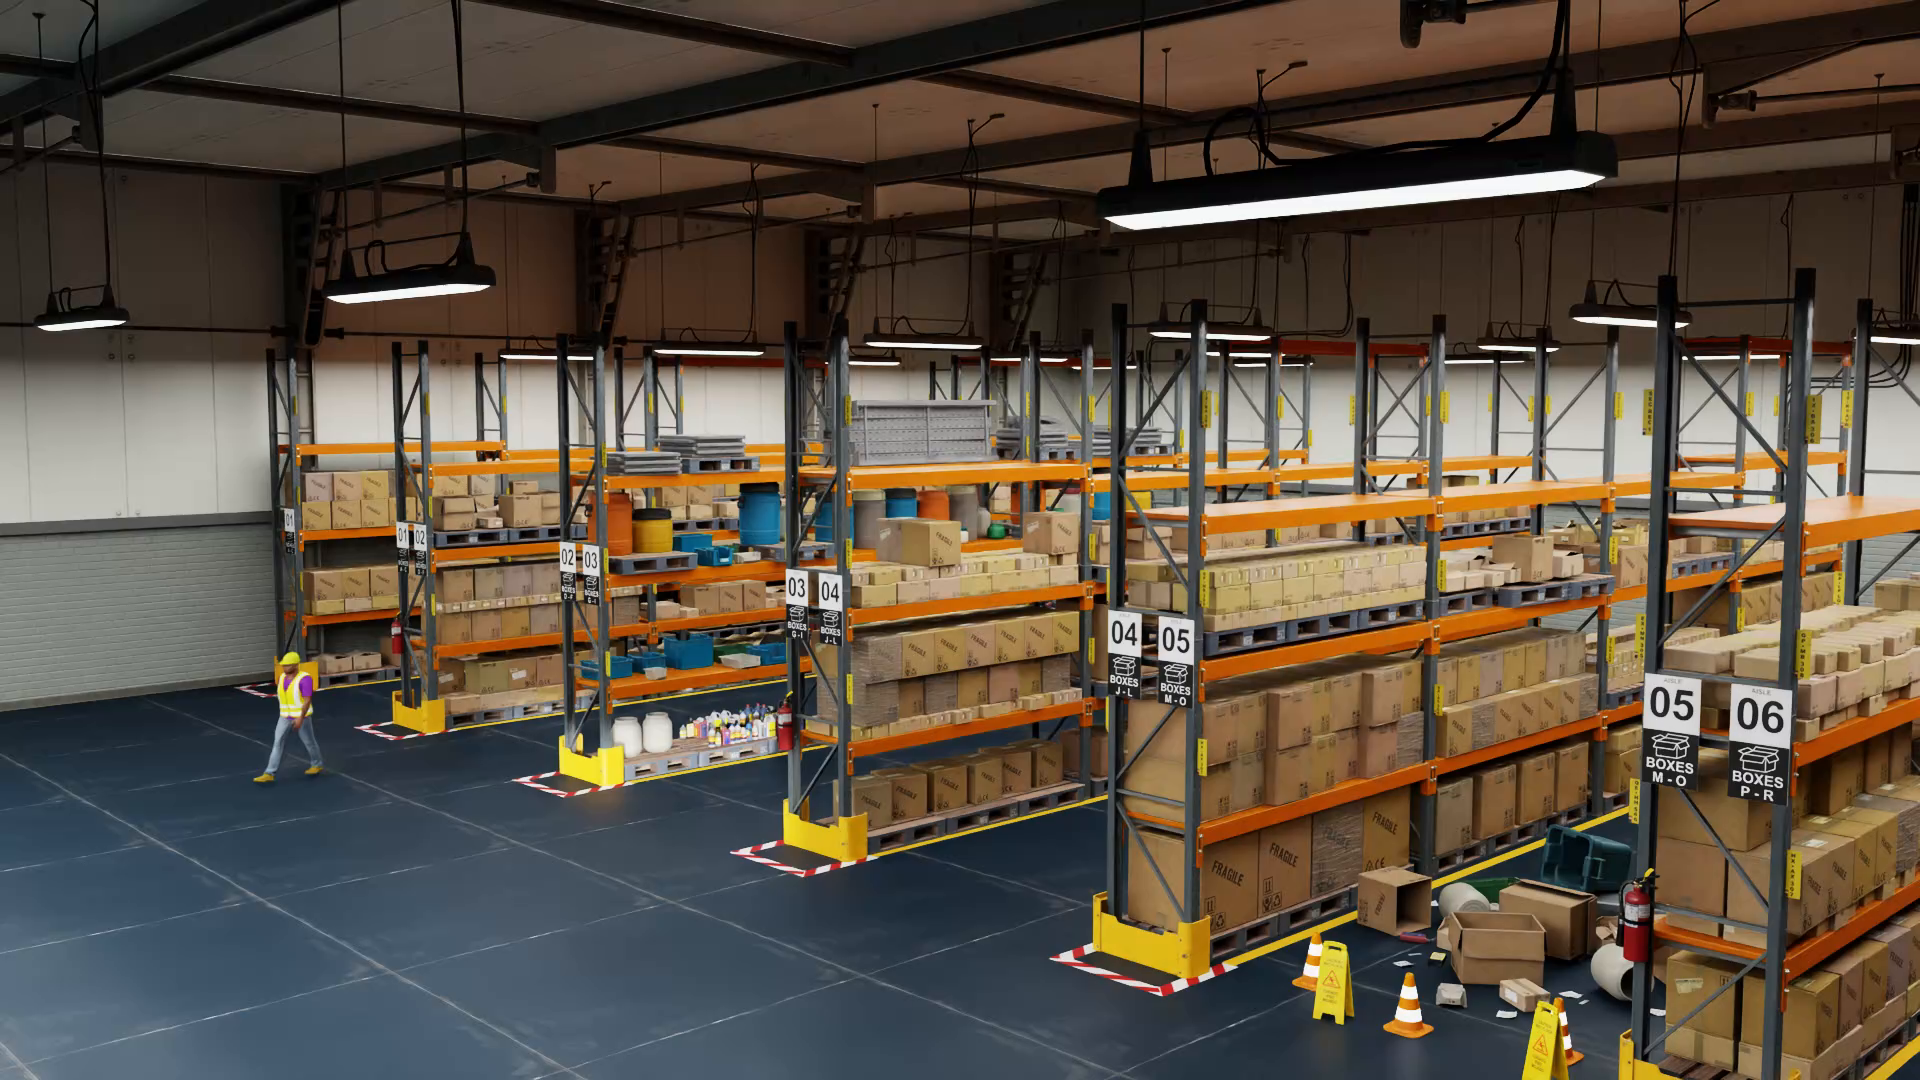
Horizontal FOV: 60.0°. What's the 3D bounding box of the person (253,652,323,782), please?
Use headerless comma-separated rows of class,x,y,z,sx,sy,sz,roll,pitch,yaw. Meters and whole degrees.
person,-8.959,2.353,22.278,0.591,1.705,1.032,1,5,13
